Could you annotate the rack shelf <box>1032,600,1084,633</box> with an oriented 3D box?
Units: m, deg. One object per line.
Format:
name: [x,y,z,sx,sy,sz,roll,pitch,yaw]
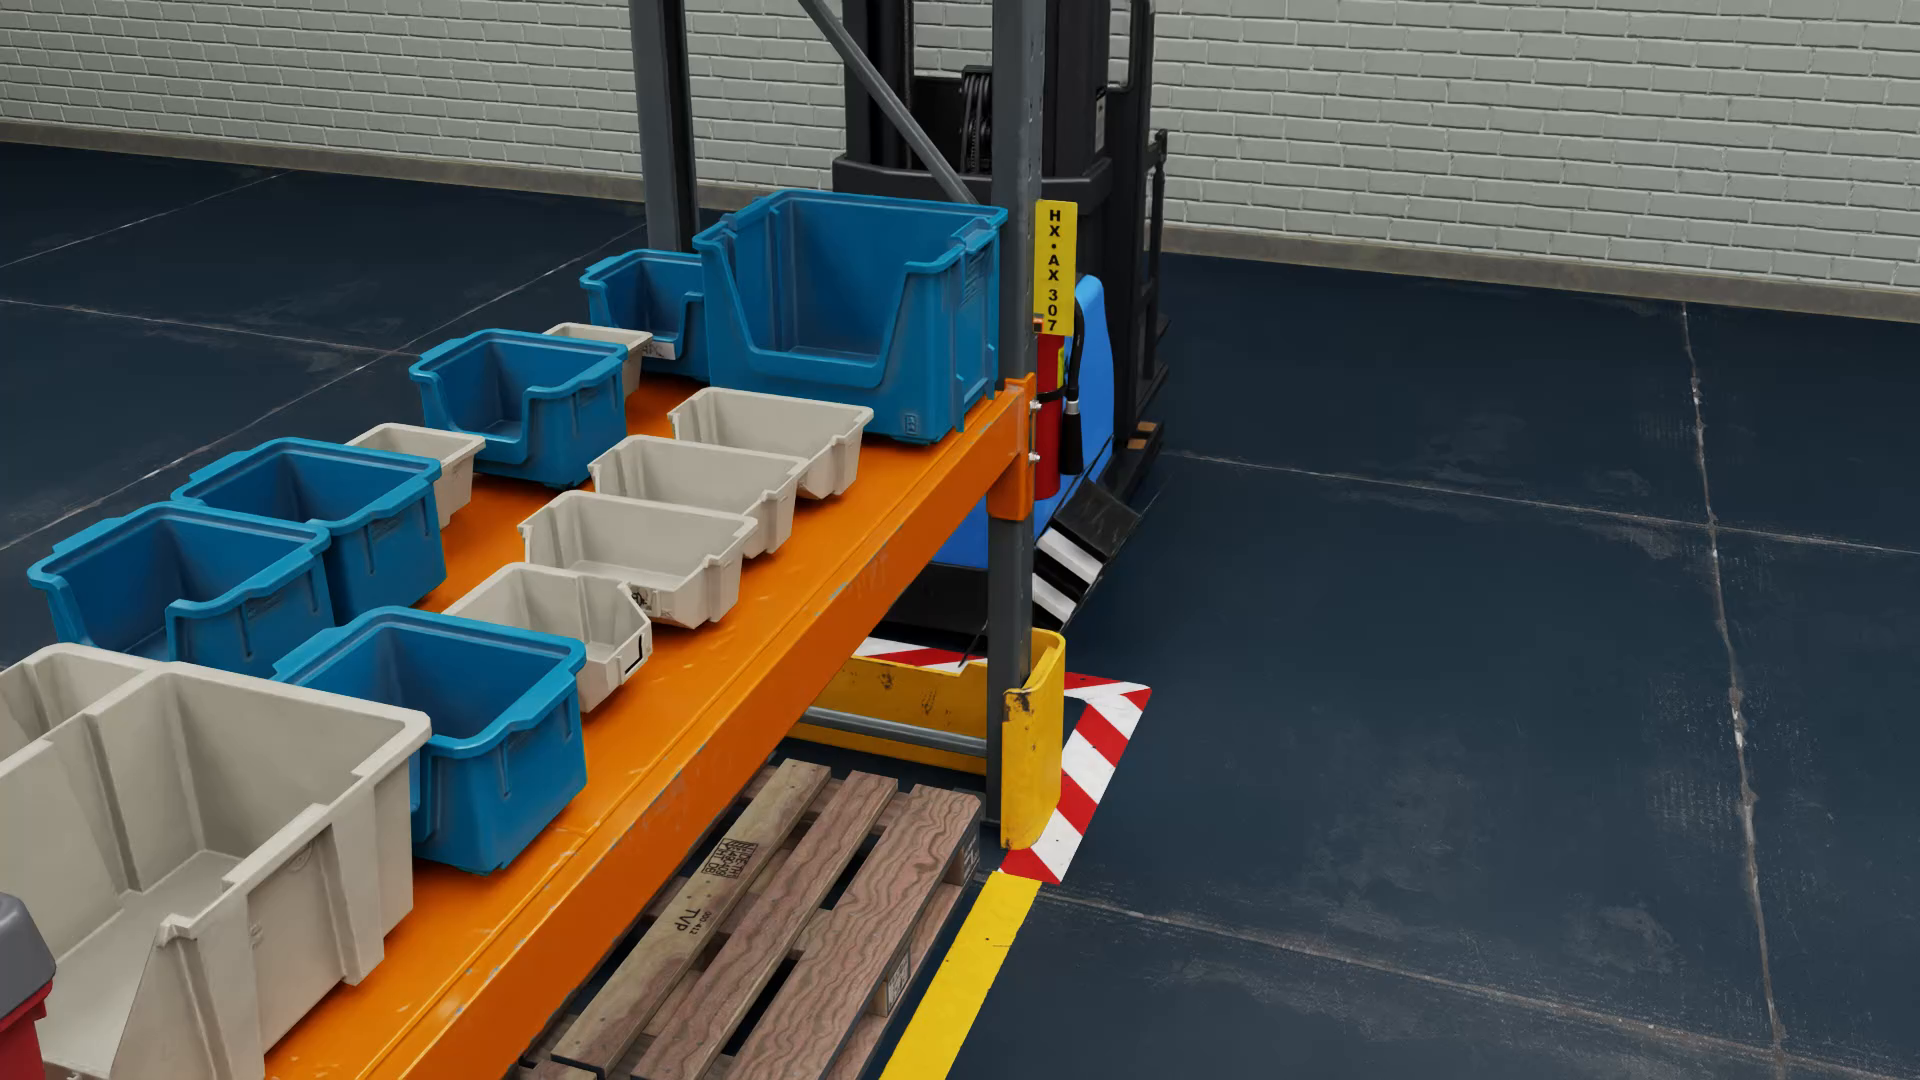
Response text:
rack shelf: [0.252,0.187,5.054,0.200,0.077,0.258,36,42,6]

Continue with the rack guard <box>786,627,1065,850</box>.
rack guard: [-0.303,0.469,4.707,1.175,0.500,0.348,9,27,17]

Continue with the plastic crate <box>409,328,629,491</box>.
plastic crate: [-0.910,-0.271,3.492,0.416,0.233,0.300,9,27,17]

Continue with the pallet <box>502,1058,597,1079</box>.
pallet: [-1.017,1.444,3.025,1.003,0.211,1.213,9,27,17]

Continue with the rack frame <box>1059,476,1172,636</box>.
rack frame: [0.380,0.167,4.960,0.006,0.900,0.240,36,42,6]

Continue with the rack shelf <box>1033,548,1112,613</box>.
rack shelf: [0.319,0.071,4.934,0.200,0.077,0.258,36,42,6]

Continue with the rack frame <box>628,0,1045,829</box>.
rack frame: [-0.299,-0.644,4.138,1.000,3.000,0.127,9,27,17]

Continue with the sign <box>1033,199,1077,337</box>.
sign: [0.225,-0.644,3.952,0.100,0.325,0.005,9,27,17]

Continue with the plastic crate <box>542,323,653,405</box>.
plastic crate: [-0.876,-0.379,3.824,0.250,0.136,0.298,9,27,17]

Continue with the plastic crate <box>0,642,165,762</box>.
plastic crate: [-1.334,0.332,2.356,0.293,0.136,0.466,9,27,17]

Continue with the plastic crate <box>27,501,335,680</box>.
plastic crate: [-1.229,0.122,2.678,0.416,0.233,0.300,9,27,17]

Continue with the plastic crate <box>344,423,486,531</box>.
plastic crate: [-1.102,-0.100,3.248,0.250,0.136,0.298,9,27,17]

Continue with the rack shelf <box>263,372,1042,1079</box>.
rack shelf: [-0.964,0.502,2.597,1.077,0.370,4.000,9,27,17]

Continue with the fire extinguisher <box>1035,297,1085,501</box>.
fire extinguisher: [0.180,-0.438,4.228,0.296,0.674,0.183,9,27,17]

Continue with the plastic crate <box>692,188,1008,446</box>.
plastic crate: [-0.234,-0.522,3.777,0.616,0.435,0.499,9,27,17]

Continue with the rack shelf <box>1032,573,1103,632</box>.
rack shelf: [0.285,0.129,4.994,0.200,0.077,0.258,36,42,6]

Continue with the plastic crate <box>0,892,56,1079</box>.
plastic crate: [-1.096,0.613,1.399,0.402,0.464,0.583,9,27,17]

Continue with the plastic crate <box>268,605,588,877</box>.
plastic crate: [-0.740,0.285,2.342,0.416,0.233,0.300,9,27,17]

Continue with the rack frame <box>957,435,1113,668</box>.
rack frame: [0.216,0.049,4.983,0.006,0.900,0.240,36,42,6]

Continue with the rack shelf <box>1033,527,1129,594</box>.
rack shelf: [0.352,0.013,4.874,0.200,0.077,0.258,36,42,6]

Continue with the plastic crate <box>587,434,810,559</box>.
plastic crate: [-0.509,-0.074,3.195,0.396,0.136,0.243,9,27,17]

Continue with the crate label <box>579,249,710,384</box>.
crate label: [-0.691,-0.542,4.051,0.416,0.233,0.303,9,27,17]

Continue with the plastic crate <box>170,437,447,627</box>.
plastic crate: [-1.130,-0.001,2.933,0.416,0.233,0.300,9,27,17]

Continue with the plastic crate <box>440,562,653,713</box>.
plastic crate: [-0.660,0.168,2.694,0.298,0.136,0.250,9,27,17]

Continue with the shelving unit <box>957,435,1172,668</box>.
shelving unit: [0.298,0.108,4.972,0.210,0.900,0.258,36,42,6]

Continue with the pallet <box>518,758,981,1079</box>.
pallet: [-0.610,0.944,4.057,1.003,0.211,1.213,9,27,17]

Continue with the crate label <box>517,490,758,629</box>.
crate label: [-0.579,0.044,2.951,0.396,0.136,0.243,9,27,17]

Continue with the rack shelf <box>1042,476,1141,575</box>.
rack shelf: [0.385,-0.045,4.814,0.200,0.077,0.258,36,42,6]

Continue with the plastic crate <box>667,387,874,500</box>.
plastic crate: [-0.399,-0.191,3.436,0.396,0.136,0.243,9,27,17]

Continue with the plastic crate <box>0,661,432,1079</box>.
plastic crate: [-0.948,0.425,1.997,0.437,0.282,0.530,9,27,17]

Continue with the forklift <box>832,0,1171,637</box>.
forklift: [0.219,-1.613,6.218,1.130,2.935,3.031,8,27,16]

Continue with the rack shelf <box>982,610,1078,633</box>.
rack shelf: [0.218,0.245,5.114,0.200,0.077,0.258,36,42,6]
